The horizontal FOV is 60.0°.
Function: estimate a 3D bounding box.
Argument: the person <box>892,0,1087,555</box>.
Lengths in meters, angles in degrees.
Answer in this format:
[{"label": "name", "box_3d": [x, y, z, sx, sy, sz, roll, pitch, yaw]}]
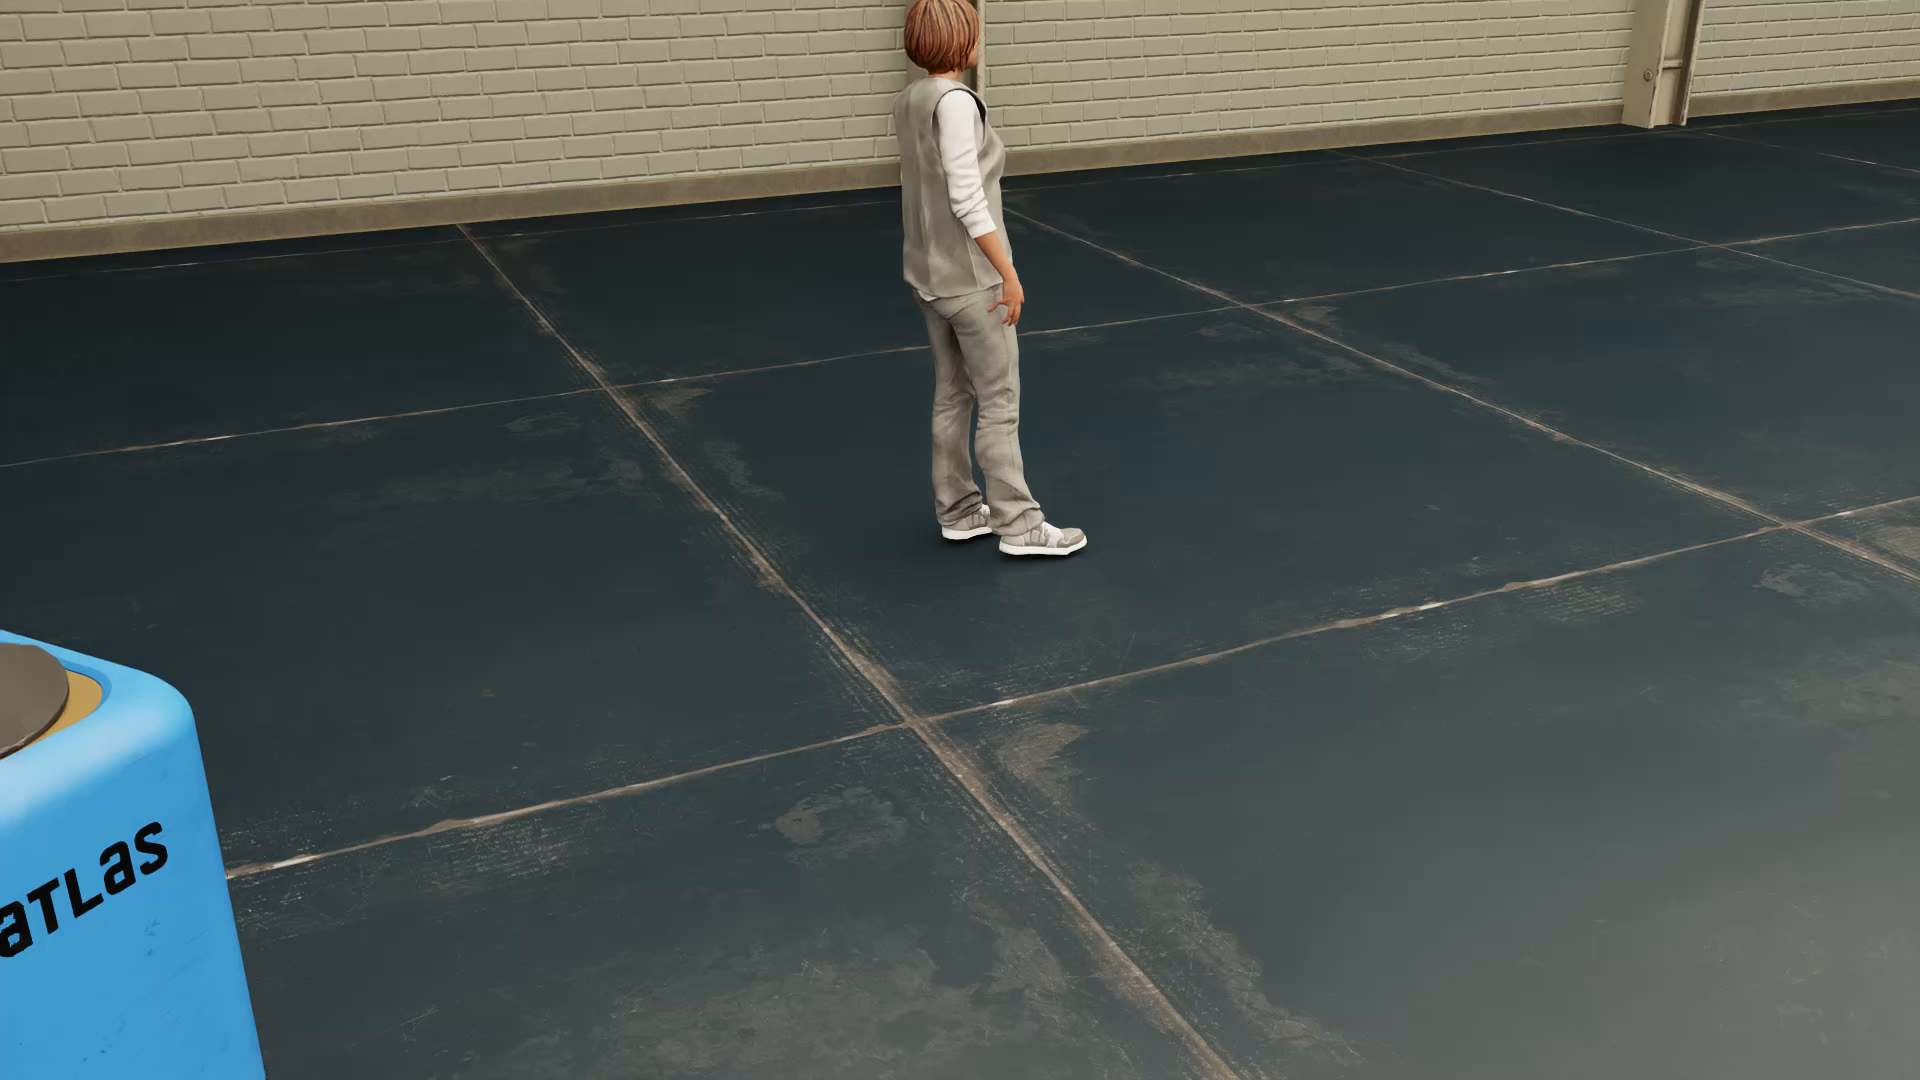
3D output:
[{"label": "person", "box_3d": [0.074, -0.752, 4.815, 0.473, 1.599, 0.520, -10, 25, -23]}]
